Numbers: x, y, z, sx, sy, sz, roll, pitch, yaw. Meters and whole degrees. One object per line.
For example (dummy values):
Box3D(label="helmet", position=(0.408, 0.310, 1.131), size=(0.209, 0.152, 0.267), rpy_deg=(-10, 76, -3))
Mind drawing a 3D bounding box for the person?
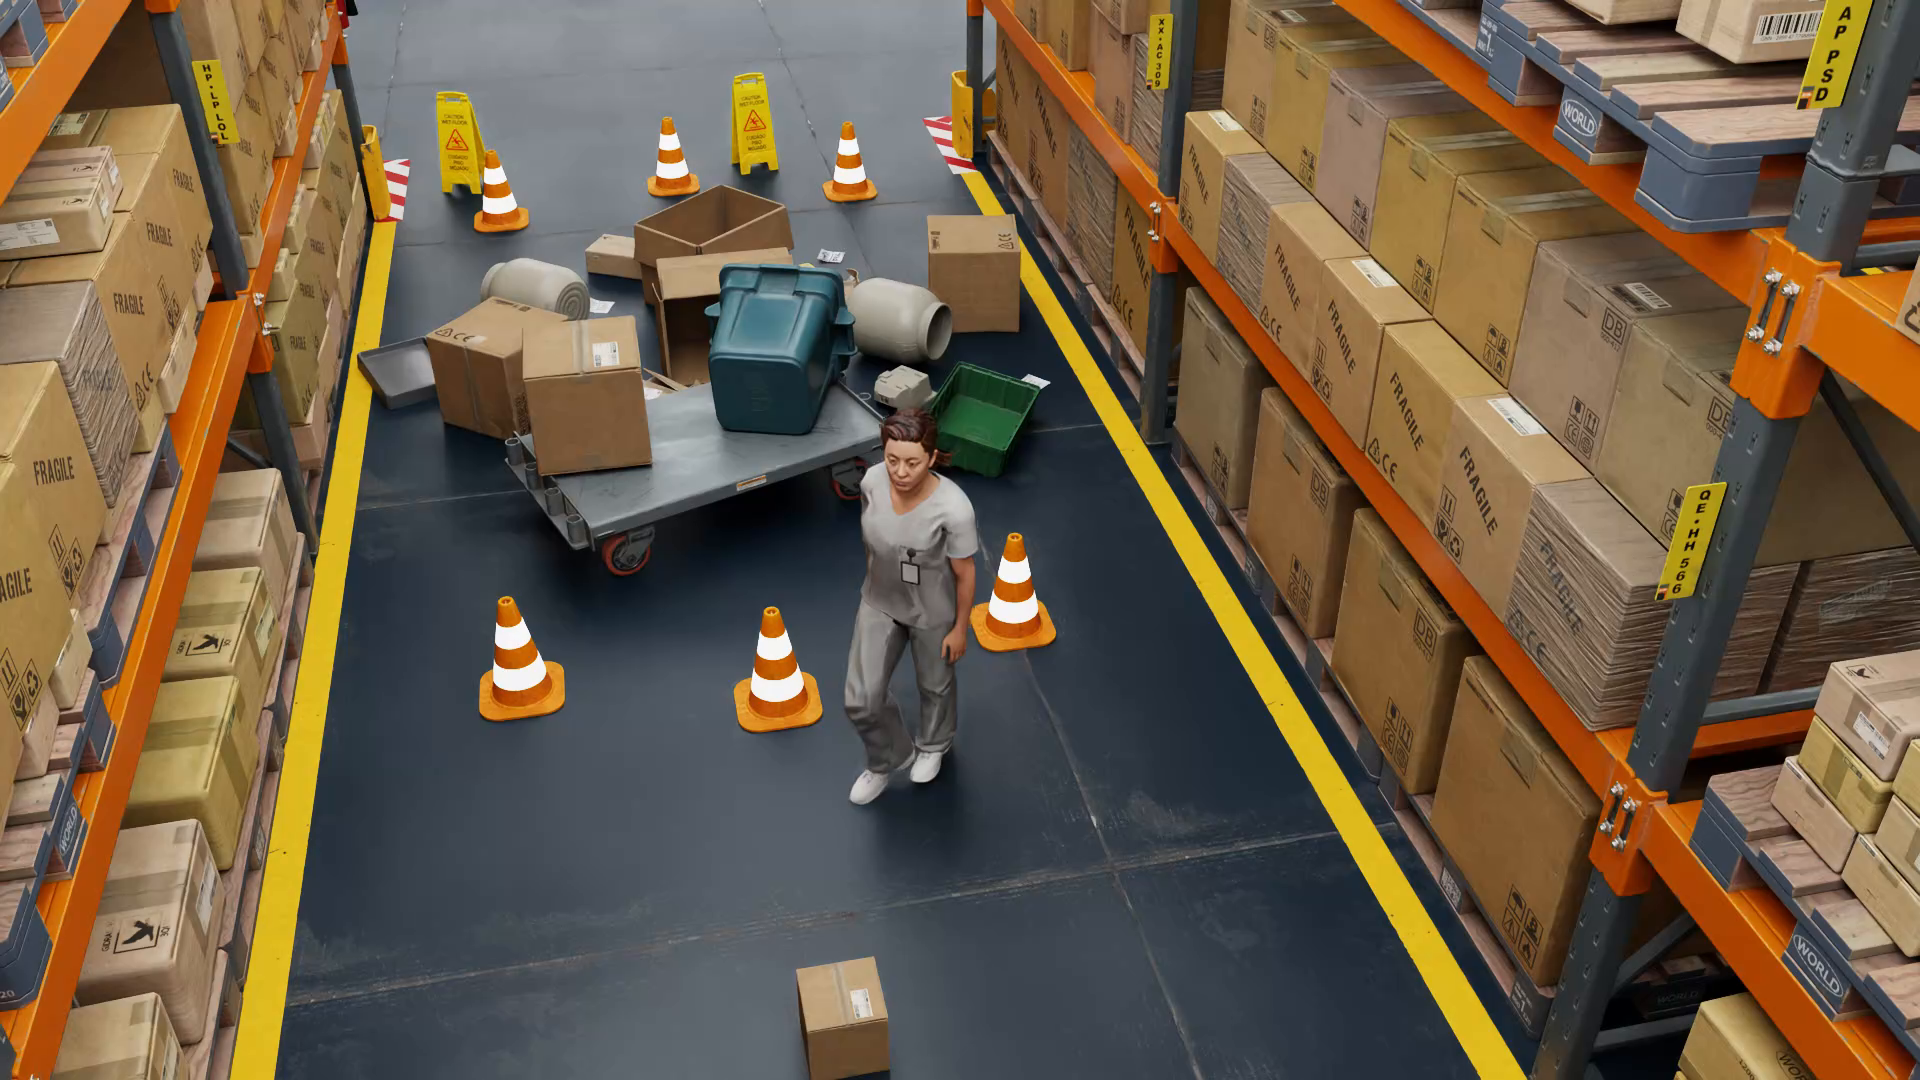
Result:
Box3D(label="person", position=(-0.141, 0.237, 5.795), size=(0.472, 1.673, 0.527), rpy_deg=(13, 36, 18))
